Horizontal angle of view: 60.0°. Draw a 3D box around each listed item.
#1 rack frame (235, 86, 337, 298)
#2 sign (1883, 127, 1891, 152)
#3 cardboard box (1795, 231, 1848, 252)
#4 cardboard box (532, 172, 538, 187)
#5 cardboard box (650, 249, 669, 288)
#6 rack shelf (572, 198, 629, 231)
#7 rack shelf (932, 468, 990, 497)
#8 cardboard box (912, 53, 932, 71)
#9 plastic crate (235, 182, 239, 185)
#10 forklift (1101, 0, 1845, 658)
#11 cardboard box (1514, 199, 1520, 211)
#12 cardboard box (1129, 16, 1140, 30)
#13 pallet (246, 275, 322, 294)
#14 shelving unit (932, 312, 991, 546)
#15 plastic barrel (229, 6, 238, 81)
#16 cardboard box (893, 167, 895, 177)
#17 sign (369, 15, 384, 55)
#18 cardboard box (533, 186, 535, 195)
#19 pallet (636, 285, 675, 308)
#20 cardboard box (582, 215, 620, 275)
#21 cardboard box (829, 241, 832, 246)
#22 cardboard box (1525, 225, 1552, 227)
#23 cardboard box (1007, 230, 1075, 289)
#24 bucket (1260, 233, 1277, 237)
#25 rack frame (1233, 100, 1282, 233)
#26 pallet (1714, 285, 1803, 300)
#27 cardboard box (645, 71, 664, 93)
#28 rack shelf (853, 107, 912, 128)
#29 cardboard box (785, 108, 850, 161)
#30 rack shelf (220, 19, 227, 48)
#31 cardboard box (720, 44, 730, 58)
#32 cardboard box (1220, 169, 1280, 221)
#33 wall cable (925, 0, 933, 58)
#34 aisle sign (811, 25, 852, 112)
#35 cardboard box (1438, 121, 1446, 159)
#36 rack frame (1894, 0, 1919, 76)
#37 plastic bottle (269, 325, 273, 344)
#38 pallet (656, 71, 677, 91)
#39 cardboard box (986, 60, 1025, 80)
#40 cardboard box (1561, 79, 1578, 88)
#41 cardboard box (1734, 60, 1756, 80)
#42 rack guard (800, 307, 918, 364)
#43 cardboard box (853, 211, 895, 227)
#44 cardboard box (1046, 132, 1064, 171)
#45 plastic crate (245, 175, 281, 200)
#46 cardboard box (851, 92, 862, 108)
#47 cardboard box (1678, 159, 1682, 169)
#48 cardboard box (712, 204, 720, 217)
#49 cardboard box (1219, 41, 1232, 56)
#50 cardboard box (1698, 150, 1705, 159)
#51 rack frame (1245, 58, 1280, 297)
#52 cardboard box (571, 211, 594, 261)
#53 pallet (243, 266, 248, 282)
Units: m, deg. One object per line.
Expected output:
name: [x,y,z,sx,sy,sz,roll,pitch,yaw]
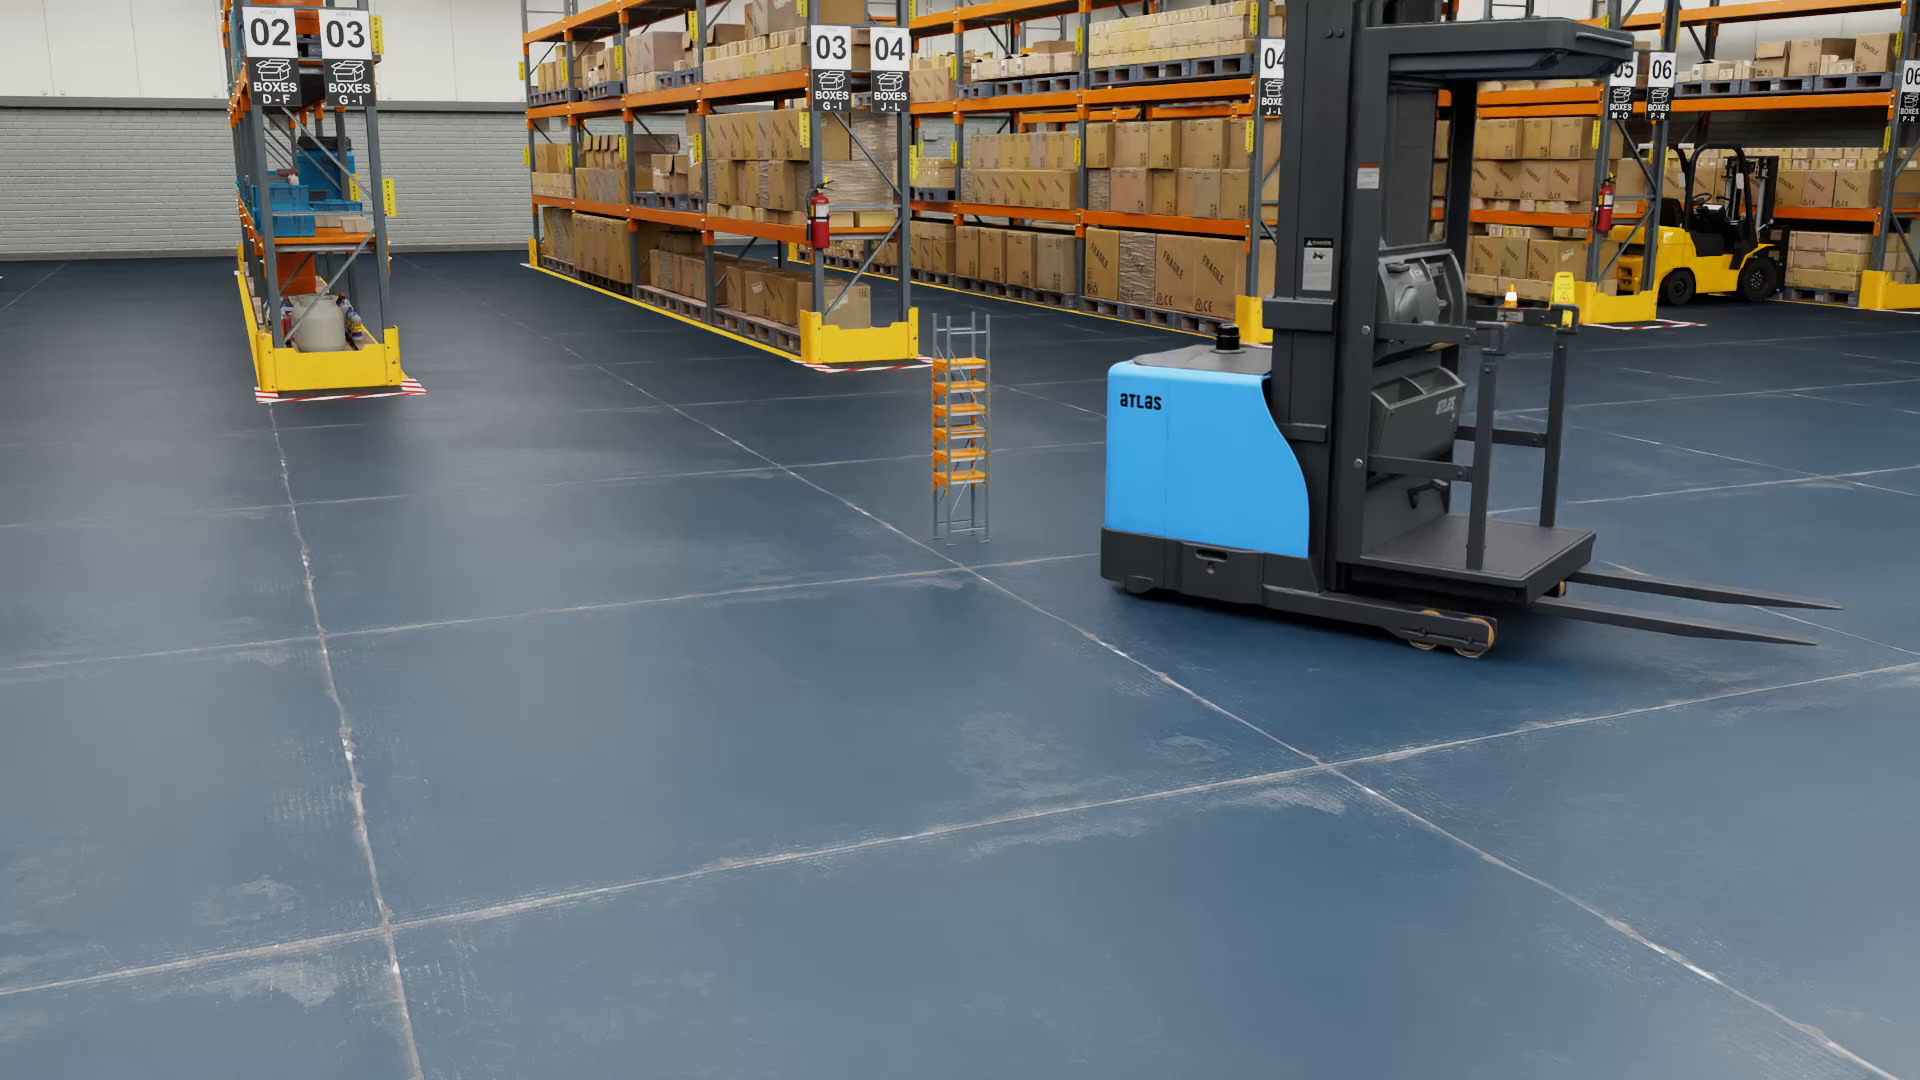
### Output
rack frame: [-8.718,-4.472,21.542,1.000,3.000,0.127,-6,14,-23]
sign: [12.148,-5.245,21.785,0.100,0.325,0.005,-6,14,-23]
cardboard box: [11.971,-4.135,23.034,0.500,0.250,0.500,-5,14,-22]
cardboard box: [-7.440,-6.521,30.066,0.500,0.250,0.500,-6,14,-24]
cardboard box: [-3.893,-3.780,23.117,0.700,0.500,0.500,-6,15,-26]
rack shelf: [-4.981,-4.983,25.341,1.077,0.370,4.000,-6,14,-23]
rack shelf: [0.006,-0.304,8.786,0.258,0.103,0.180,-6,14,-23]
cardboard box: [-0.529,-7.554,26.284,0.396,0.266,0.258,-6,14,-23]
plastic crate: [-11.862,-5.856,27.759,0.416,0.233,0.300,-6,14,-23]
forklift: [2.158,-1.082,7.045,3.031,2.935,1.130,9,16,34]
cardboard box: [7.368,-4.311,21.401,0.380,0.149,0.250,-5,14,-22]
cardboard box: [2.252,-6.185,19.924,0.380,0.149,0.250,-5,14,-22]
pallet: [-10.050,-3.777,24.722,1.003,0.211,1.213,-6,14,-23]
shelving unit: [0.006,-0.582,8.722,0.258,1.200,0.189,-6,14,-23]
plastic barrel: [-8.043,-5.707,19.113,0.600,0.901,0.708,-6,14,-23]
cardboard box: [-0.931,-6.007,27.138,0.380,0.149,0.250,-6,14,-24]
sign: [-5.008,-4.334,14.272,0.100,0.325,0.005,-6,14,-23]
cardboard box: [-7.545,-6.347,30.199,0.380,0.149,0.250,-5,14,-22]
pallet: [-3.868,-3.400,23.091,1.003,0.211,1.213,-6,14,-23]
cardboard box: [-5.149,-4.601,25.877,1.225,0.875,0.875,-6,14,-25]
cardboard box: [-2.245,-5.563,30.987,0.380,0.149,0.250,-5,14,-20]
cardboard box: [9.953,-5.047,28.361,0.875,0.625,0.625,-5,14,-21]
cardboard box: [1.293,-3.949,23.337,1.050,0.750,0.750,-6,14,-23]
bucket: [4.174,-3.846,22.726,0.726,0.611,0.620,-1,3,-4]
rack frame: [4.900,-5.815,27.342,1.000,3.000,0.127,-6,14,-23]
pallet: [11.822,-3.659,24.209,1.003,0.211,1.213,-6,14,-23]
cardboard box: [-3.805,-5.977,21.721,0.500,0.250,0.500,-5,14,-22]
rack shelf: [-1.998,-7.697,30.419,1.077,0.370,4.000,-6,14,-23]
cardboard box: [-1.422,-4.039,16.570,0.500,0.500,0.500,-6,14,-23]
rack shelf: [-11.122,-8.090,26.348,1.077,0.370,4.000,-6,14,-23]
cardboard box: [-2.471,-5.474,18.665,0.380,0.149,0.250,-6,14,-23]
cardboard box: [3.419,-3.840,18.476,0.875,0.550,0.550,-6,14,-23]
wall cable: [-0.841,-11.540,38.775,0.463,3.000,0.029,-6,14,-23]
aisle sign: [-1.226,-4.494,15.868,0.394,0.787,0.004,-6,14,-23]
cardboard box: [6.841,-5.345,22.213,0.700,0.500,0.500,-6,14,-24]
rack frame: [12.651,-7.534,21.465,1.000,3.000,0.127,-6,14,-23]
plastic bottle: [-6.651,-2.011,16.135,0.097,0.201,0.097,0,13,0]
pallet: [-3.146,-5.814,21.104,1.213,0.211,1.003,-6,14,-23]
cardboard box: [0.694,-6.716,23.761,0.500,0.250,0.500,-5,14,-21]
cardboard box: [7.576,-5.598,20.310,0.380,0.149,0.250,-6,14,-23]
cardboard box: [11.365,-6.753,23.887,0.396,0.266,0.258,-6,14,-24]
rack guard: [-1.006,-2.065,16.683,1.175,0.500,0.348,-6,14,-23]
cardboard box: [-0.871,-3.225,16.709,0.380,0.149,0.250,-6,14,-23]
cardboard box: [1.595,-5.265,22.525,0.700,0.500,0.500,-6,14,-24]
plastic crate: [-8.351,-4.142,19.973,0.402,0.464,0.583,-6,14,-23]
cardboard box: [-1.641,-7.639,28.902,0.500,0.250,0.500,-5,14,-22]
cardboard box: [11.041,-5.659,25.010,0.380,0.149,0.250,-5,14,-22]
cardboard box: [-2.679,-3.847,19.395,0.380,0.149,0.250,-6,14,-23]
cardboard box: [3.066,-5.377,18.200,0.380,0.149,0.250,-5,14,-22]
cardboard box: [11.203,-5.757,24.771,0.380,0.149,0.250,-6,14,-24]
rack frame: [3.610,-3.694,18.179,1.000,3.000,0.127,-6,14,-23]
cardboard box: [-5.973,-5.059,27.858,0.875,0.875,0.875,-6,14,-23]
pallet: [-11.143,-4.341,27.159,1.003,0.211,1.213,-6,14,-23]
